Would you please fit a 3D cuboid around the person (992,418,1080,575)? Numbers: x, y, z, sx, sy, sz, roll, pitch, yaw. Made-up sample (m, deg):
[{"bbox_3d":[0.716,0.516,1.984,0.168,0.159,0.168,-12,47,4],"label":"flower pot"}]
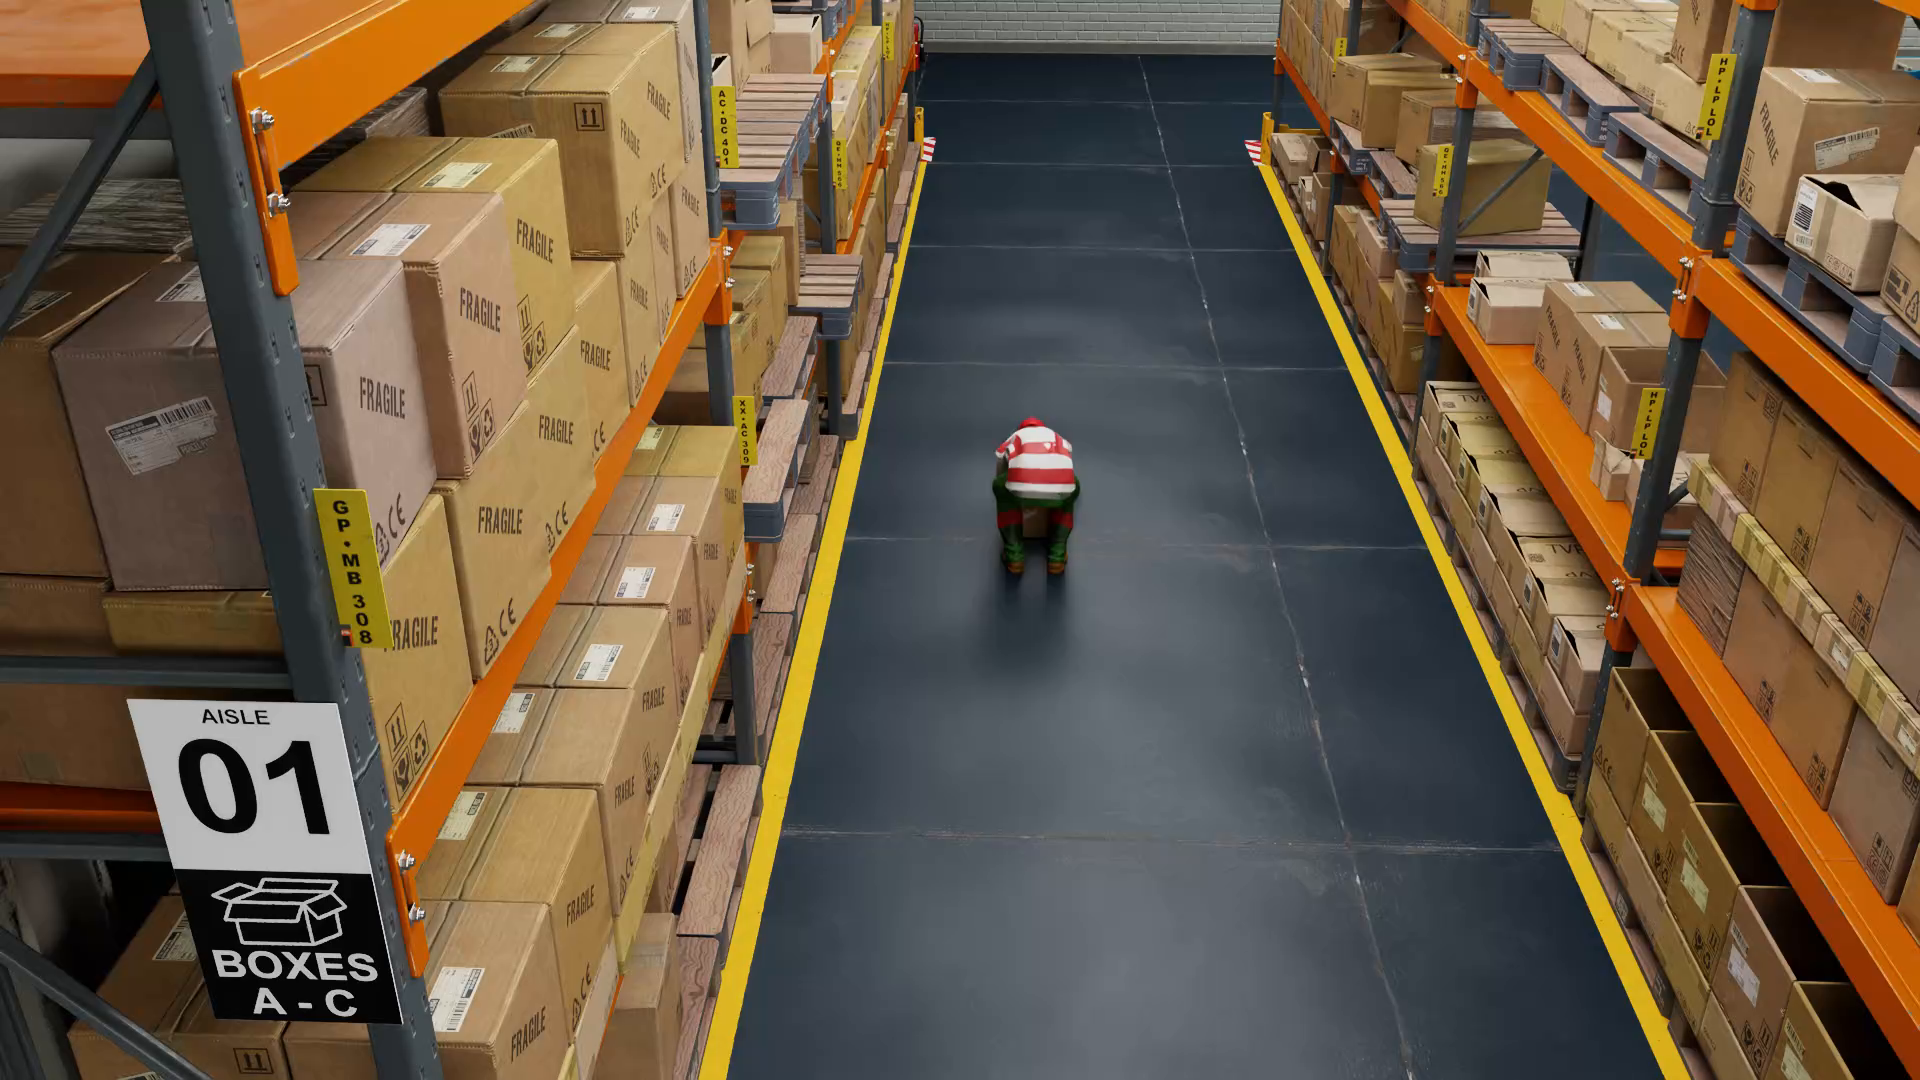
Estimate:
[{"bbox_3d":[0.462,-0.292,10.191,0.533,0.869,0.965,0,28,0],"label":"person"}]
